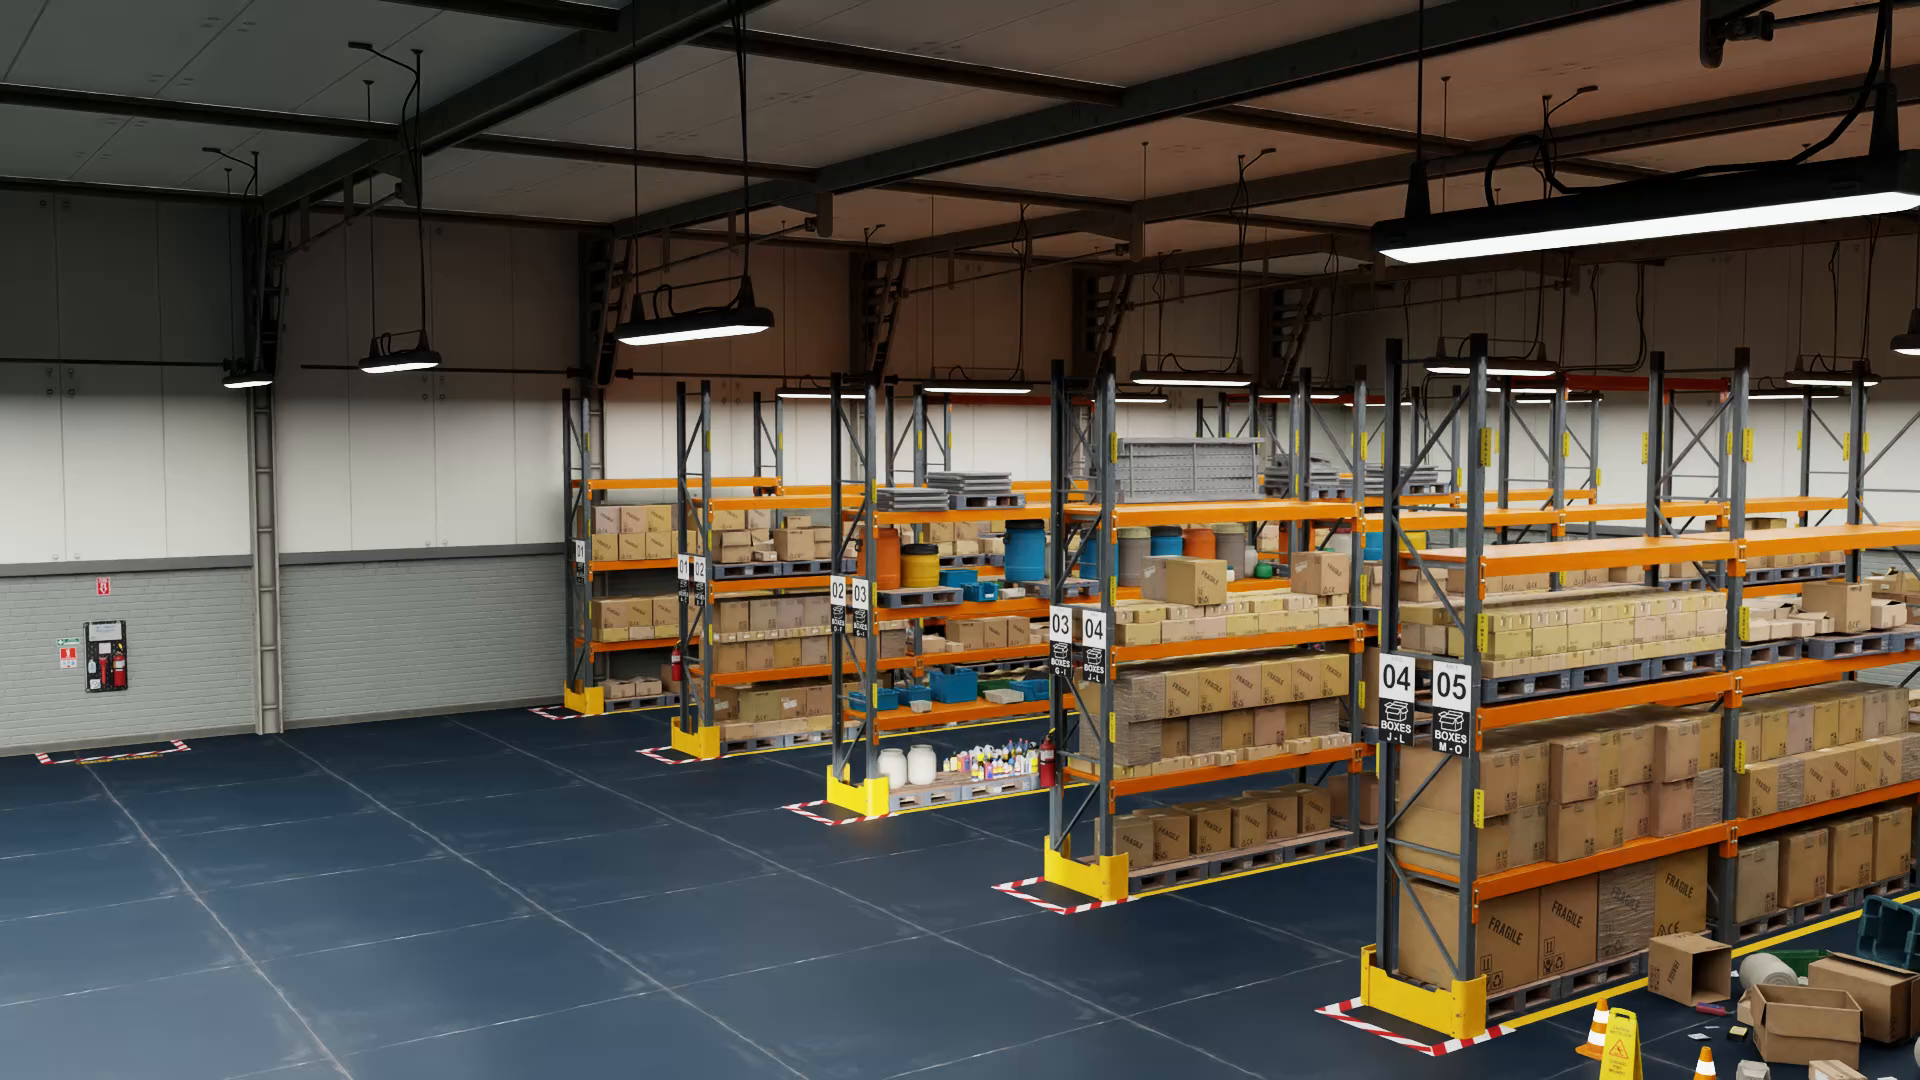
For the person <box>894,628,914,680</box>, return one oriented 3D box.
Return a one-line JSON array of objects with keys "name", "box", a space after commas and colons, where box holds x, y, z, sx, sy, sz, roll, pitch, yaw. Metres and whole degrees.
[{"name": "person", "box": [-1.128, 2.246, 33.003, 0.664, 1.602, 0.608, -2, 4, -32]}]
